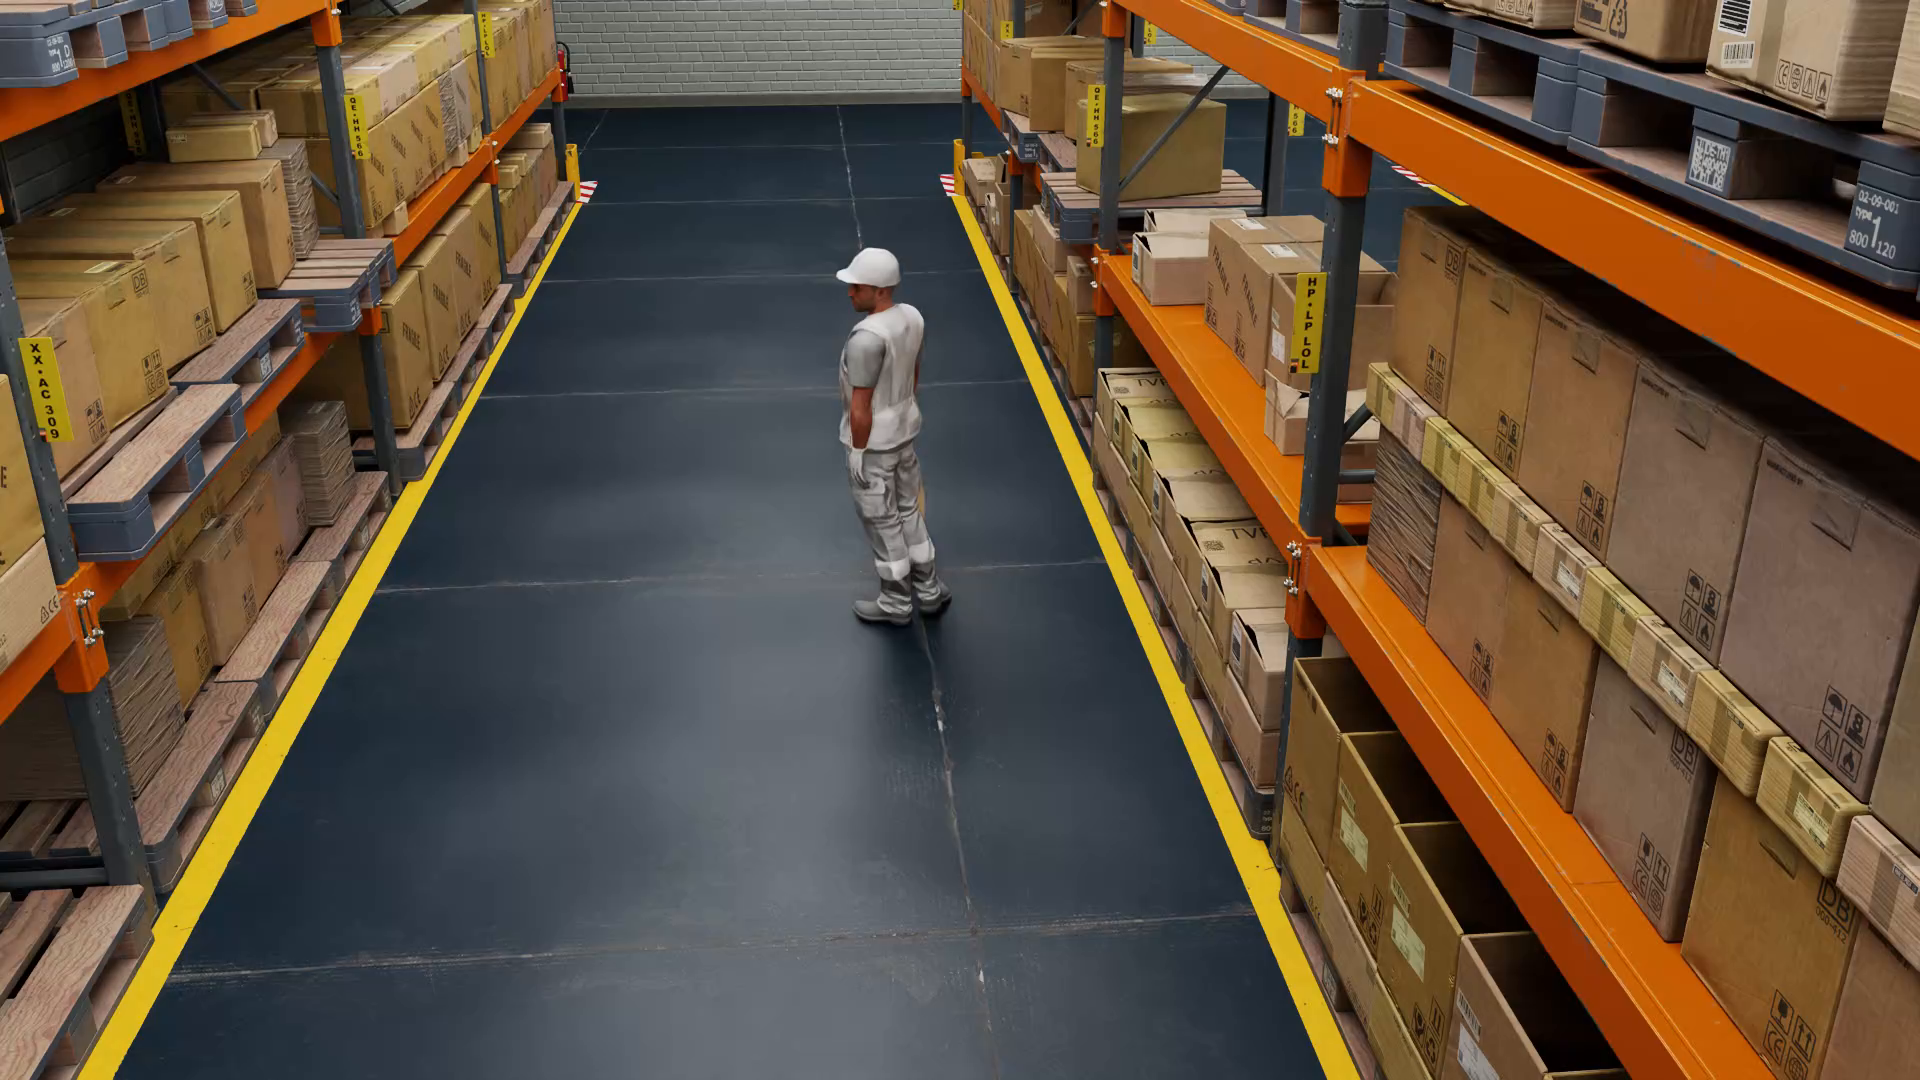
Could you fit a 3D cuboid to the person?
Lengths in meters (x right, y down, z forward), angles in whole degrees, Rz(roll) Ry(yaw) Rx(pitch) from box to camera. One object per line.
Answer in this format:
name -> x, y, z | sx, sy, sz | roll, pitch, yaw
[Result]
person -> -0.323, -0.469, 7.603 | 0.418, 1.787, 0.660 | 14, 27, 28
